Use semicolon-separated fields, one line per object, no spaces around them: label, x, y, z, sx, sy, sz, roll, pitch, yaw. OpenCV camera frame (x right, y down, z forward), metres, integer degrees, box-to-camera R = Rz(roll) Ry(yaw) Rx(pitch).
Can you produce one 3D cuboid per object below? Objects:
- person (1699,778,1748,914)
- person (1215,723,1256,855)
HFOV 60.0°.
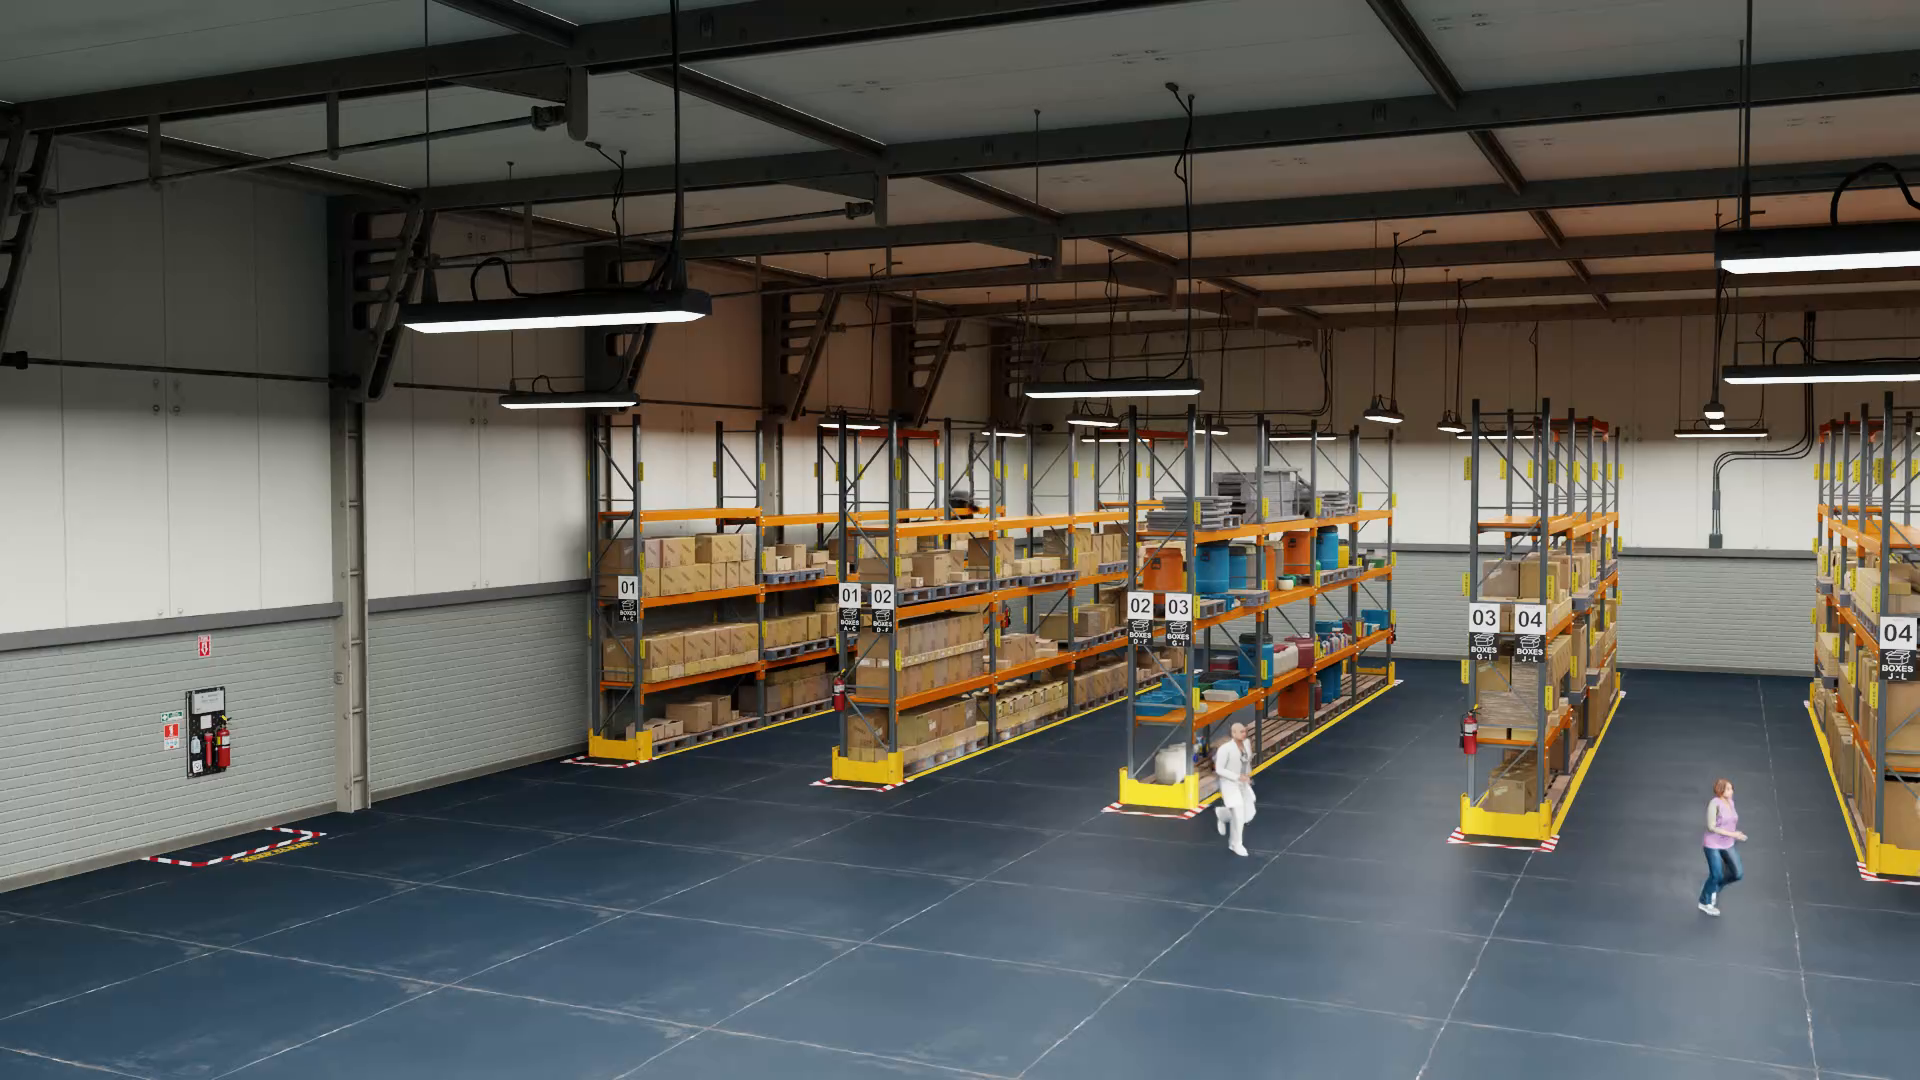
person;8.574;3.447;18.673;0.516;1.565;0.603;-1;3;-25
person;3.628;3.256;21.831;0.758;1.732;0.730;-2;3;-37
